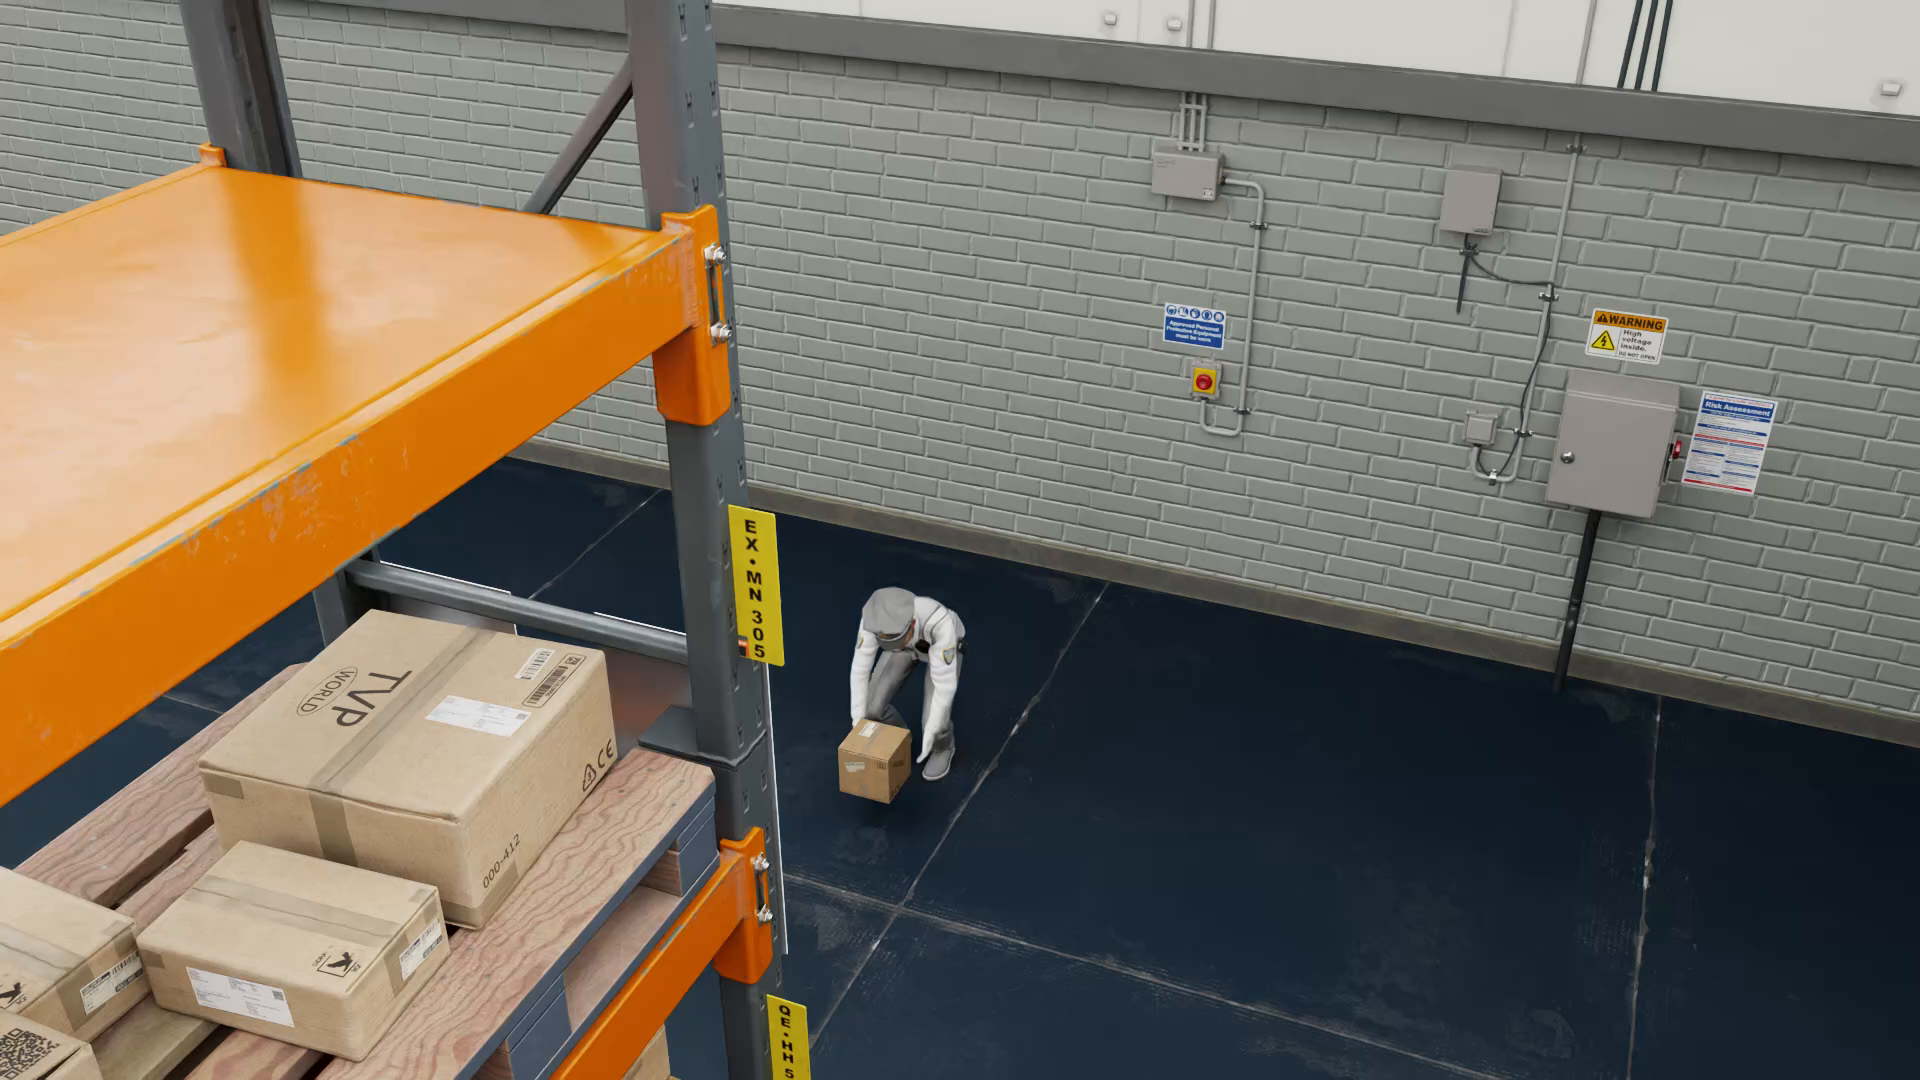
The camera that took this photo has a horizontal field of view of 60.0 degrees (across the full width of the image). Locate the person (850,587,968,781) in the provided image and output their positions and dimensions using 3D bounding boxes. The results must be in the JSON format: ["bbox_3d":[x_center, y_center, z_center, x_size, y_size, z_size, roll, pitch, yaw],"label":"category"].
[{"bbox_3d":[-0.215,0.630,7.801,0.520,1.163,0.796,11,32,19],"label":"person"}]
